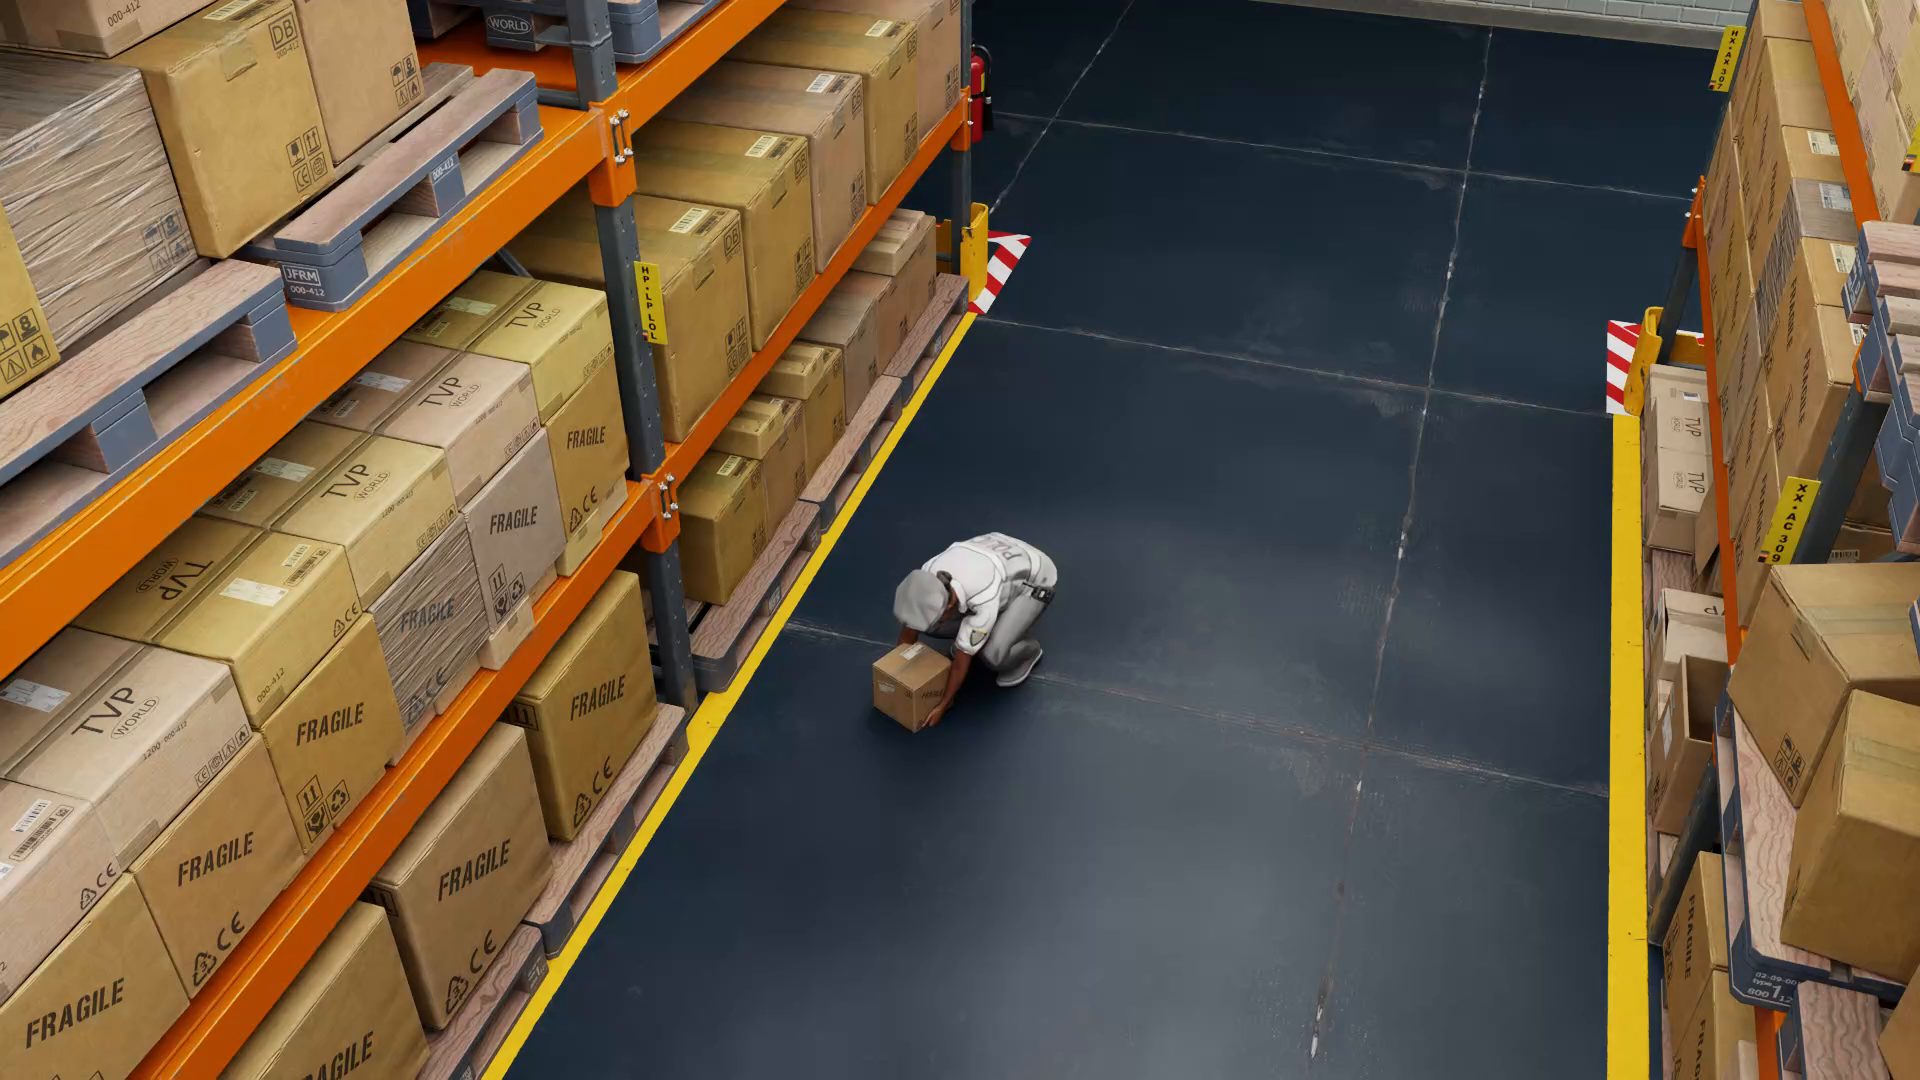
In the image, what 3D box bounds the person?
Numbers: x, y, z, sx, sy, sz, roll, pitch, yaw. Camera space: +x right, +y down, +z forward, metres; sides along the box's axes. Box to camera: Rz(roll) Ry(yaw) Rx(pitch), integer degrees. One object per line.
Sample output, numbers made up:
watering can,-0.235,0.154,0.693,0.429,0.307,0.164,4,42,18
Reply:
person,0.055,0.339,7.242,0.477,0.845,0.899,28,46,32
